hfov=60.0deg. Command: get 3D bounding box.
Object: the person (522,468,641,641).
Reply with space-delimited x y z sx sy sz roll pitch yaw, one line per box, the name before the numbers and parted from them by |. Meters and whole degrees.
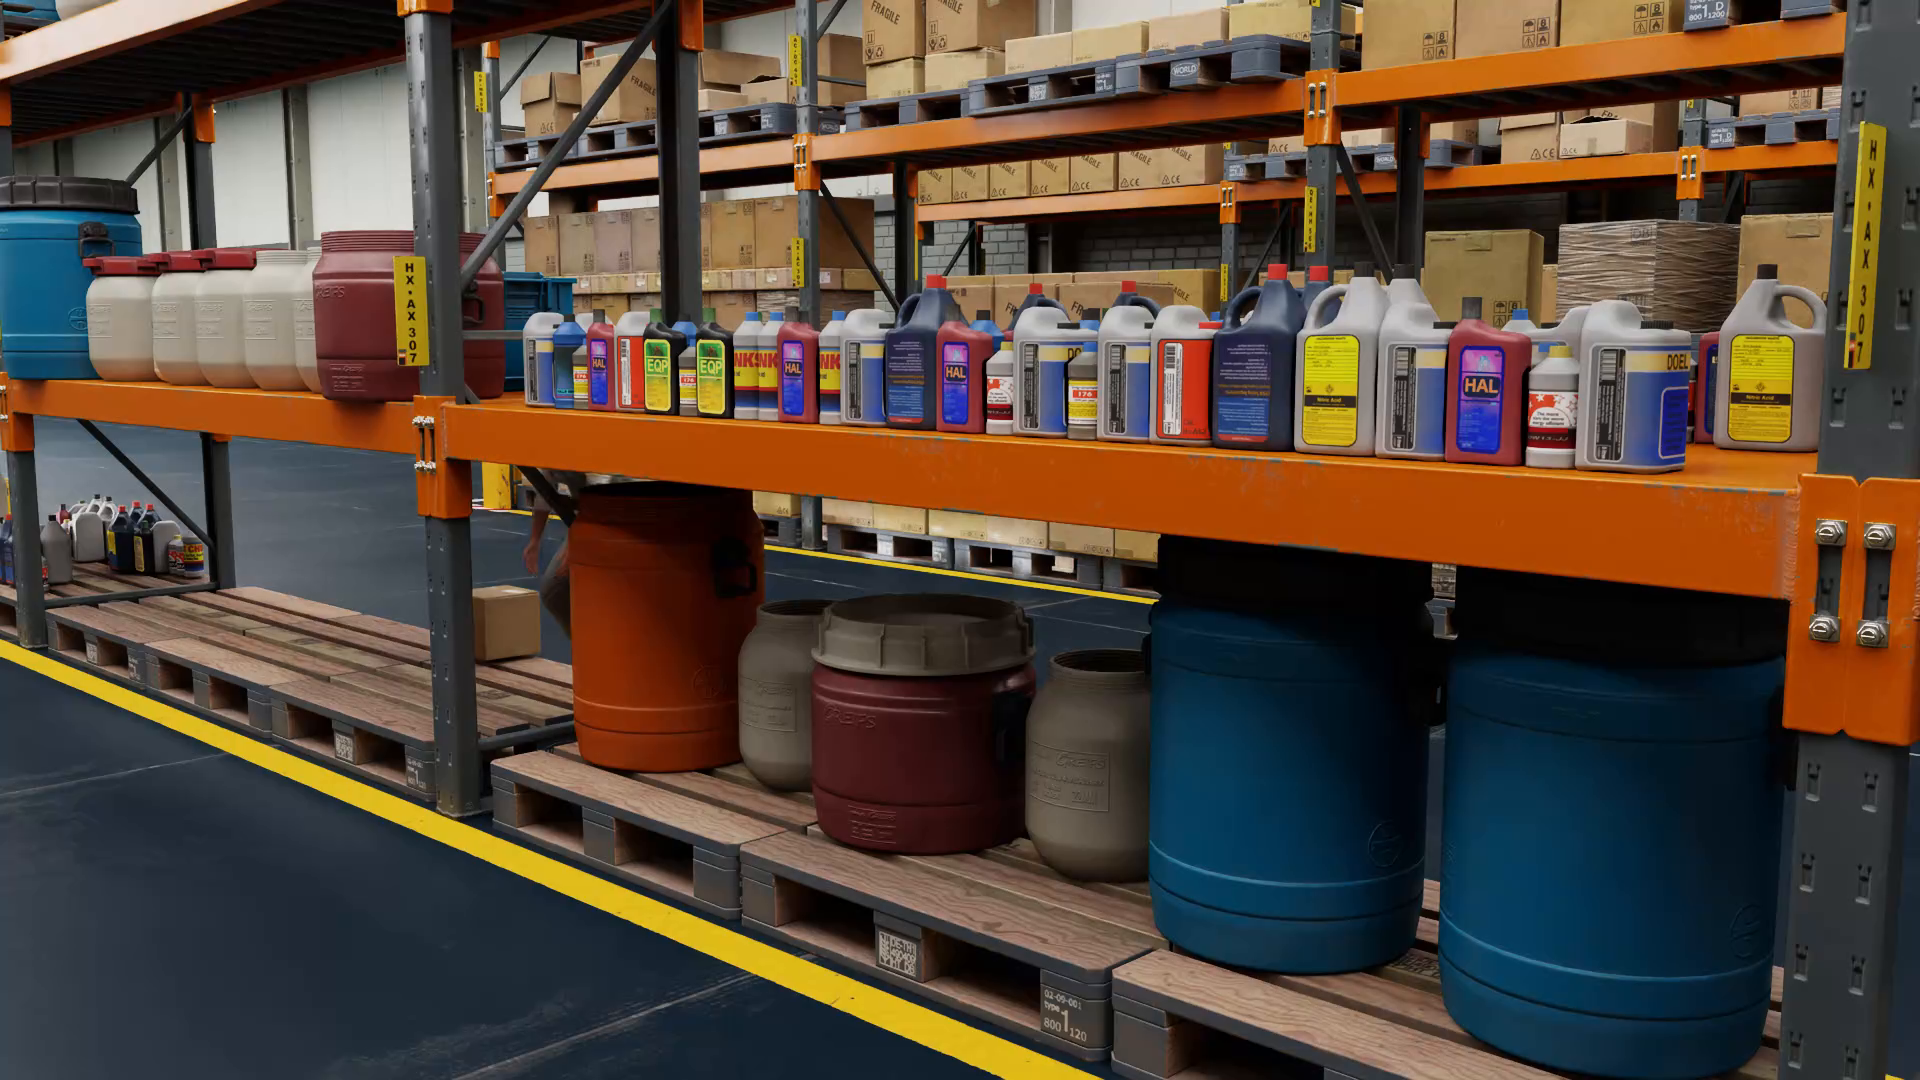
person | -1.546 -0.010 6.952 0.461 1.337 0.620 7 10 43
